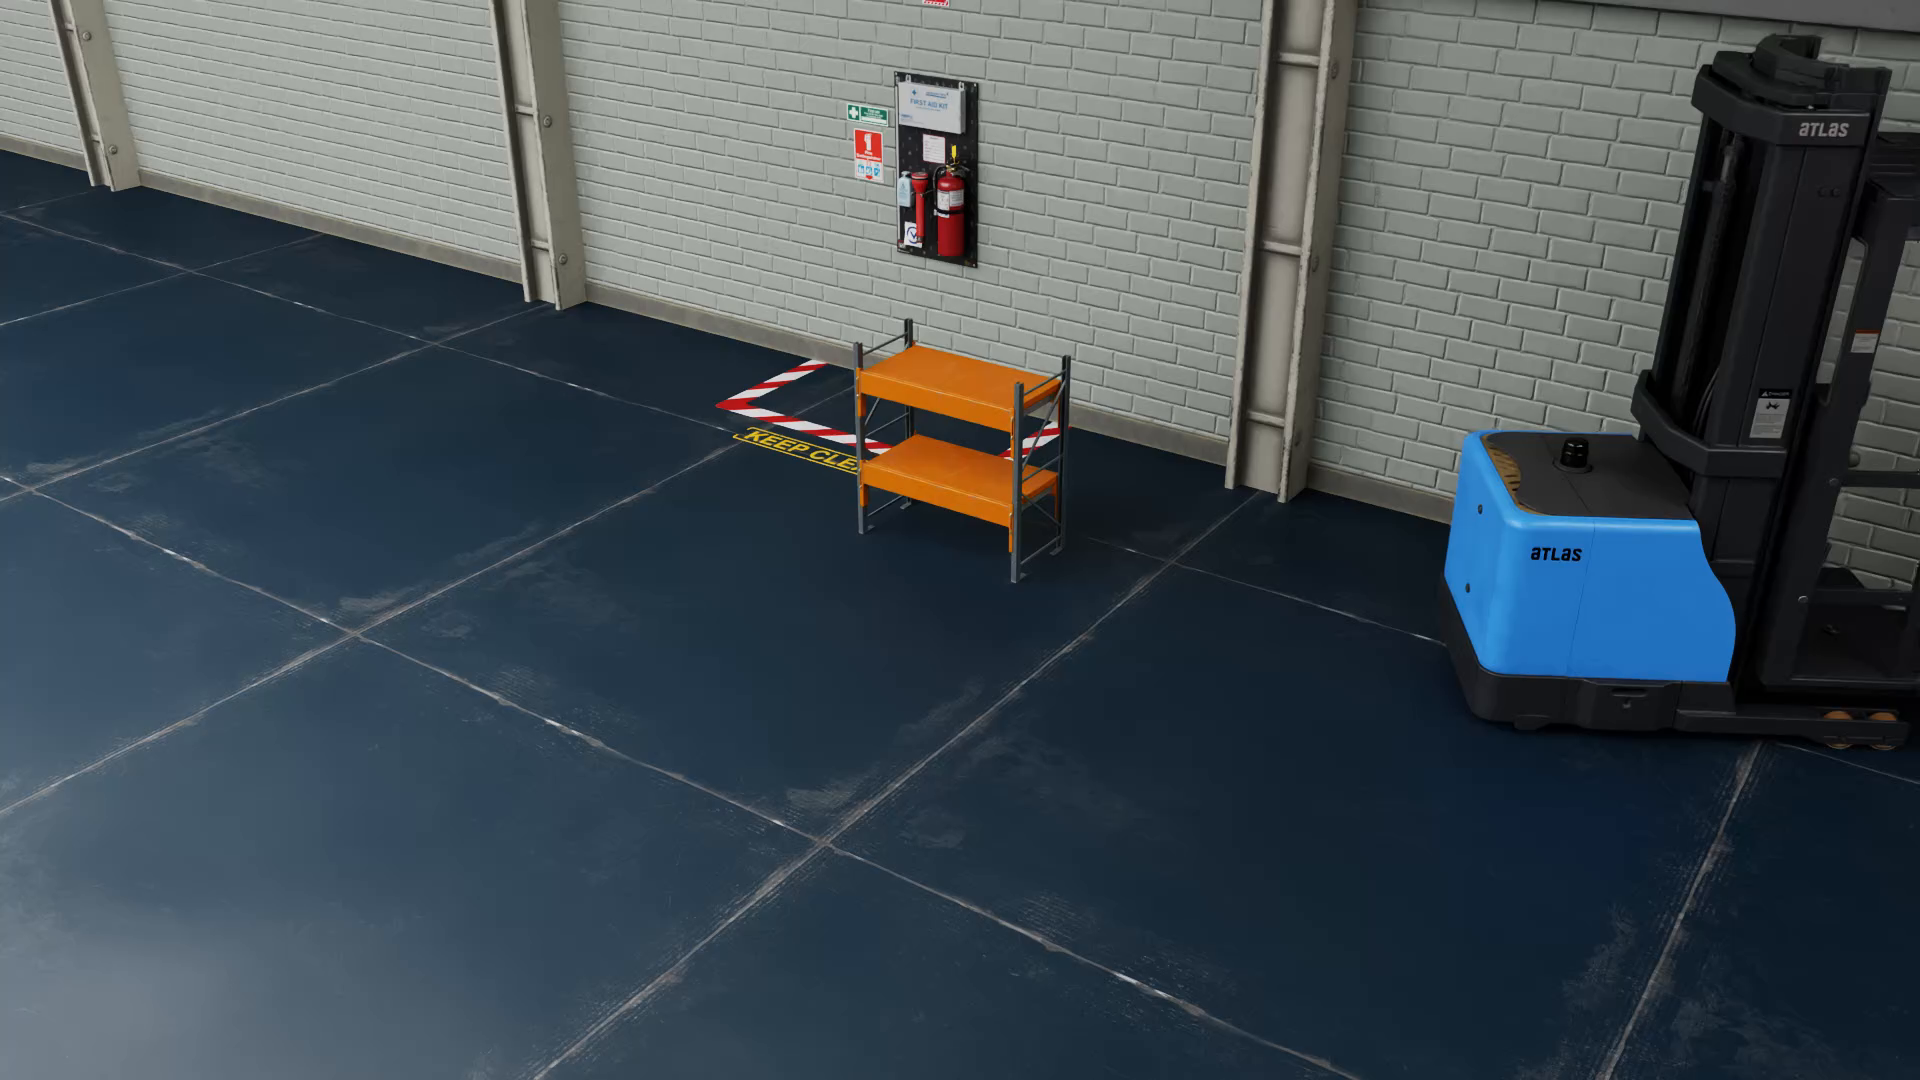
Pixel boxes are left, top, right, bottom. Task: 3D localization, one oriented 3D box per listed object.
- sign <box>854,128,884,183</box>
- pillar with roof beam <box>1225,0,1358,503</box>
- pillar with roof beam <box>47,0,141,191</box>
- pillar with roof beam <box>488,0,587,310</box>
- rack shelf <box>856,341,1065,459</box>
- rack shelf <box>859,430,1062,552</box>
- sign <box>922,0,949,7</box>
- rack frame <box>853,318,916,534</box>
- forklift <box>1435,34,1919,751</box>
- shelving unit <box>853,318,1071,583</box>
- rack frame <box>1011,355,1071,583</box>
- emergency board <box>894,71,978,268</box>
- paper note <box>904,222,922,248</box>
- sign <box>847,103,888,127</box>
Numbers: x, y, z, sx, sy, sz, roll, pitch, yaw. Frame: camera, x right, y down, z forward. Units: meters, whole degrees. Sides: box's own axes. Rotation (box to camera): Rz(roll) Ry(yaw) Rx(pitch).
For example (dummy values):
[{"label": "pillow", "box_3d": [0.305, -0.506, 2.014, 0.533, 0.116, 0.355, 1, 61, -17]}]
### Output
[{"label": "sign", "box_3d": [-0.595, -2.503, 10.823, 0.234, 0.329, 0.001, 17, 32, 30]}, {"label": "pillar with roof beam", "box_3d": [-0.619, -2.722, 4.678, 0.400, 9.000, 9.100, 17, 32, 30]}, {"label": "pillar with roof beam", "box_3d": [-10.511, -5.804, 10.733, 0.400, 9.000, 9.100, 17, 32, 30]}, {"label": "pillar with roof beam", "box_3d": [-5.565, -4.263, 7.705, 0.400, 9.000, 9.100, 17, 32, 30]}, {"label": "rack shelf", "box_3d": [0.006, -0.760, 8.859, 1.000, 0.278, 0.538, 17, 32, 30]}, {"label": "rack shelf", "box_3d": [0.006, -0.282, 9.102, 1.000, 0.278, 0.538, 17, 32, 30]}, {"label": "sign", "box_3d": [-0.147, -3.379, 10.027, 0.199, 0.298, 0.001, 17, 32, 30]}, {"label": "rack frame", "box_3d": [-0.413, -0.630, 9.248, 0.032, 1.125, 0.500, 17, 32, 30]}, {"label": "forklift", "box_3d": [3.864, -0.619, 7.236, 3.031, 2.935, 1.130, 2, 27, 3]}, {"label": "shelving unit", "box_3d": [0.006, -0.500, 8.991, 1.048, 1.125, 0.538, 17, 32, 30]}, {"label": "rack frame", "box_3d": [0.425, -0.369, 8.735, 0.032, 1.125, 0.500, 17, 32, 30]}, {"label": "emergency board", "box_3d": [-0.197, -2.307, 10.476, 0.643, 1.169, 0.194, 17, 32, 30]}, {"label": "paper note", "box_3d": [-0.304, -1.986, 10.816, 0.142, 0.148, 0.016, 17, 32, 30]}, {"label": "sign", "box_3d": [-0.596, -2.735, 10.693, 0.331, 0.109, 0.001, 17, 32, 30]}]
